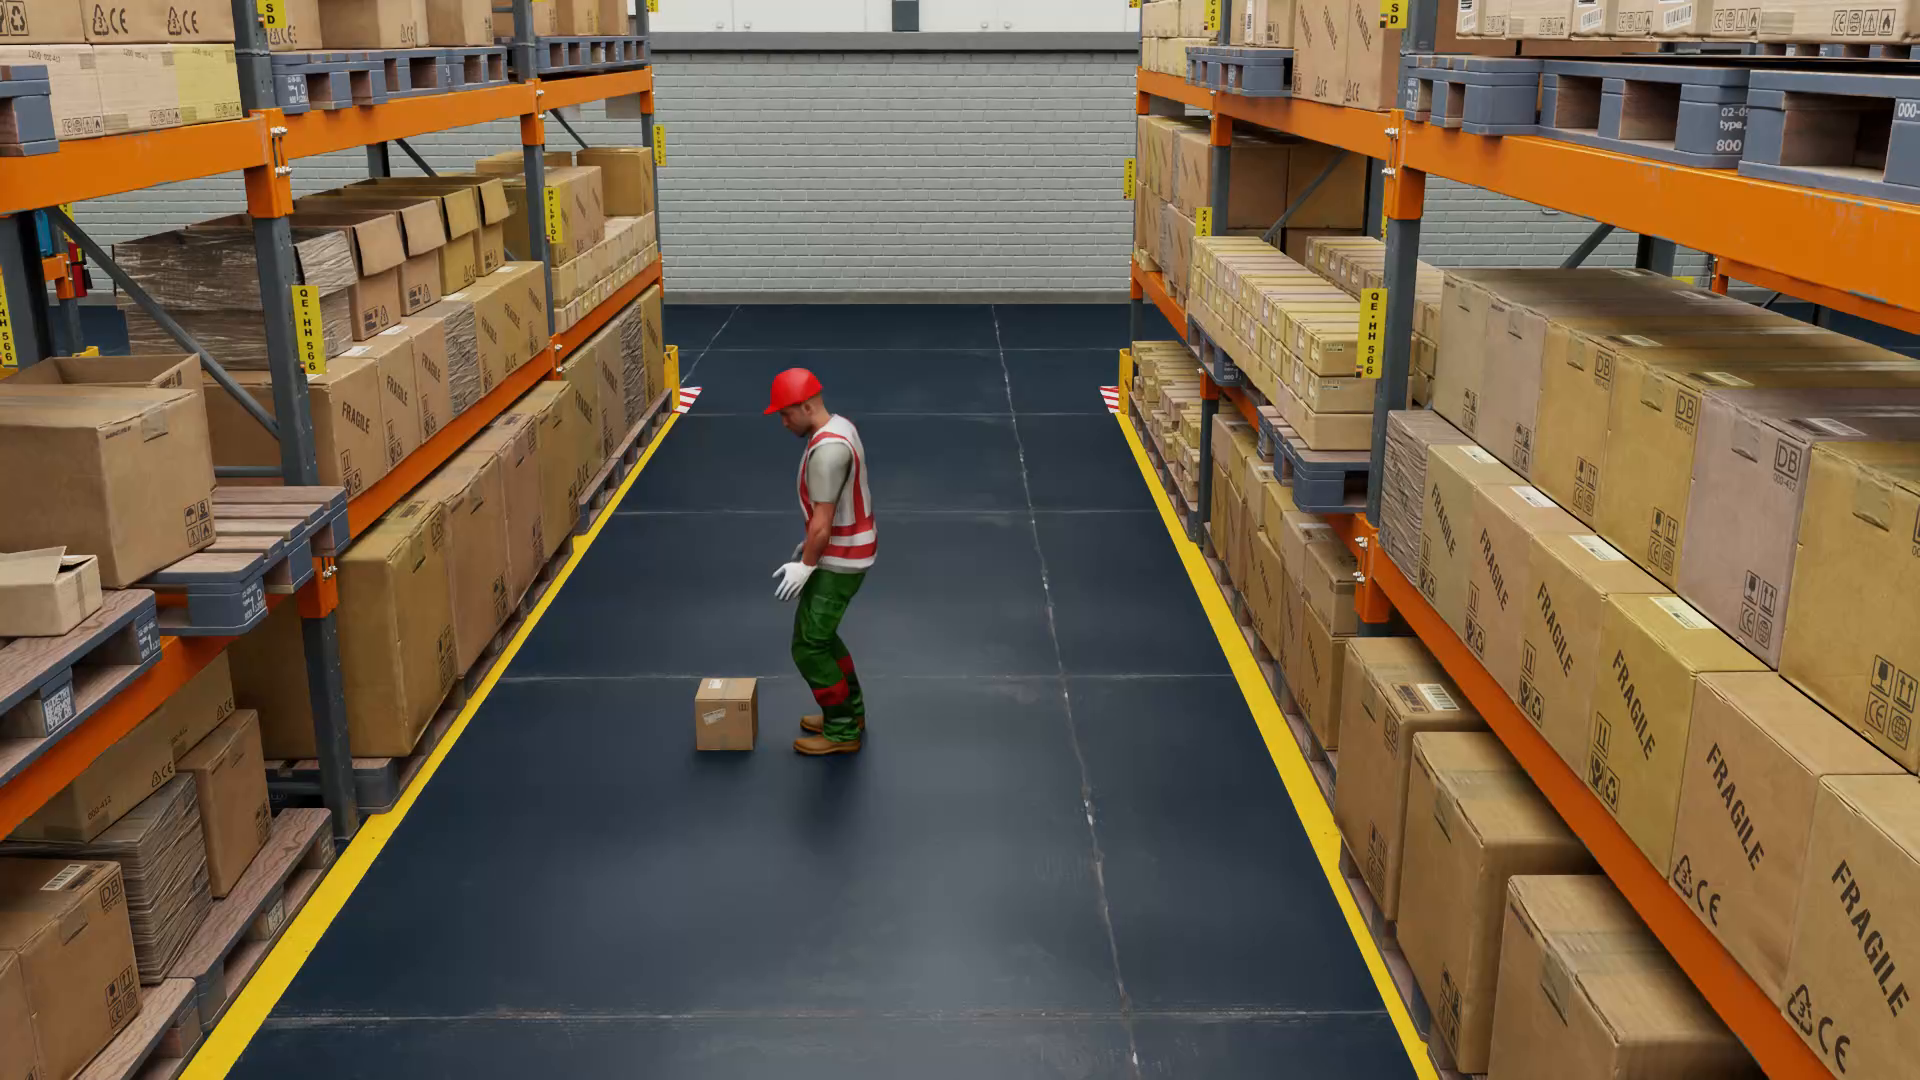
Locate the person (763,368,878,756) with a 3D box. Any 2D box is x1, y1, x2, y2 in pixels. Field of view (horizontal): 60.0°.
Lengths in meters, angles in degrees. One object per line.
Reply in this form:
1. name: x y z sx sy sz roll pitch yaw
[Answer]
1. person: -0.603 0.095 7.305 0.477 1.724 0.547 0 17 1
